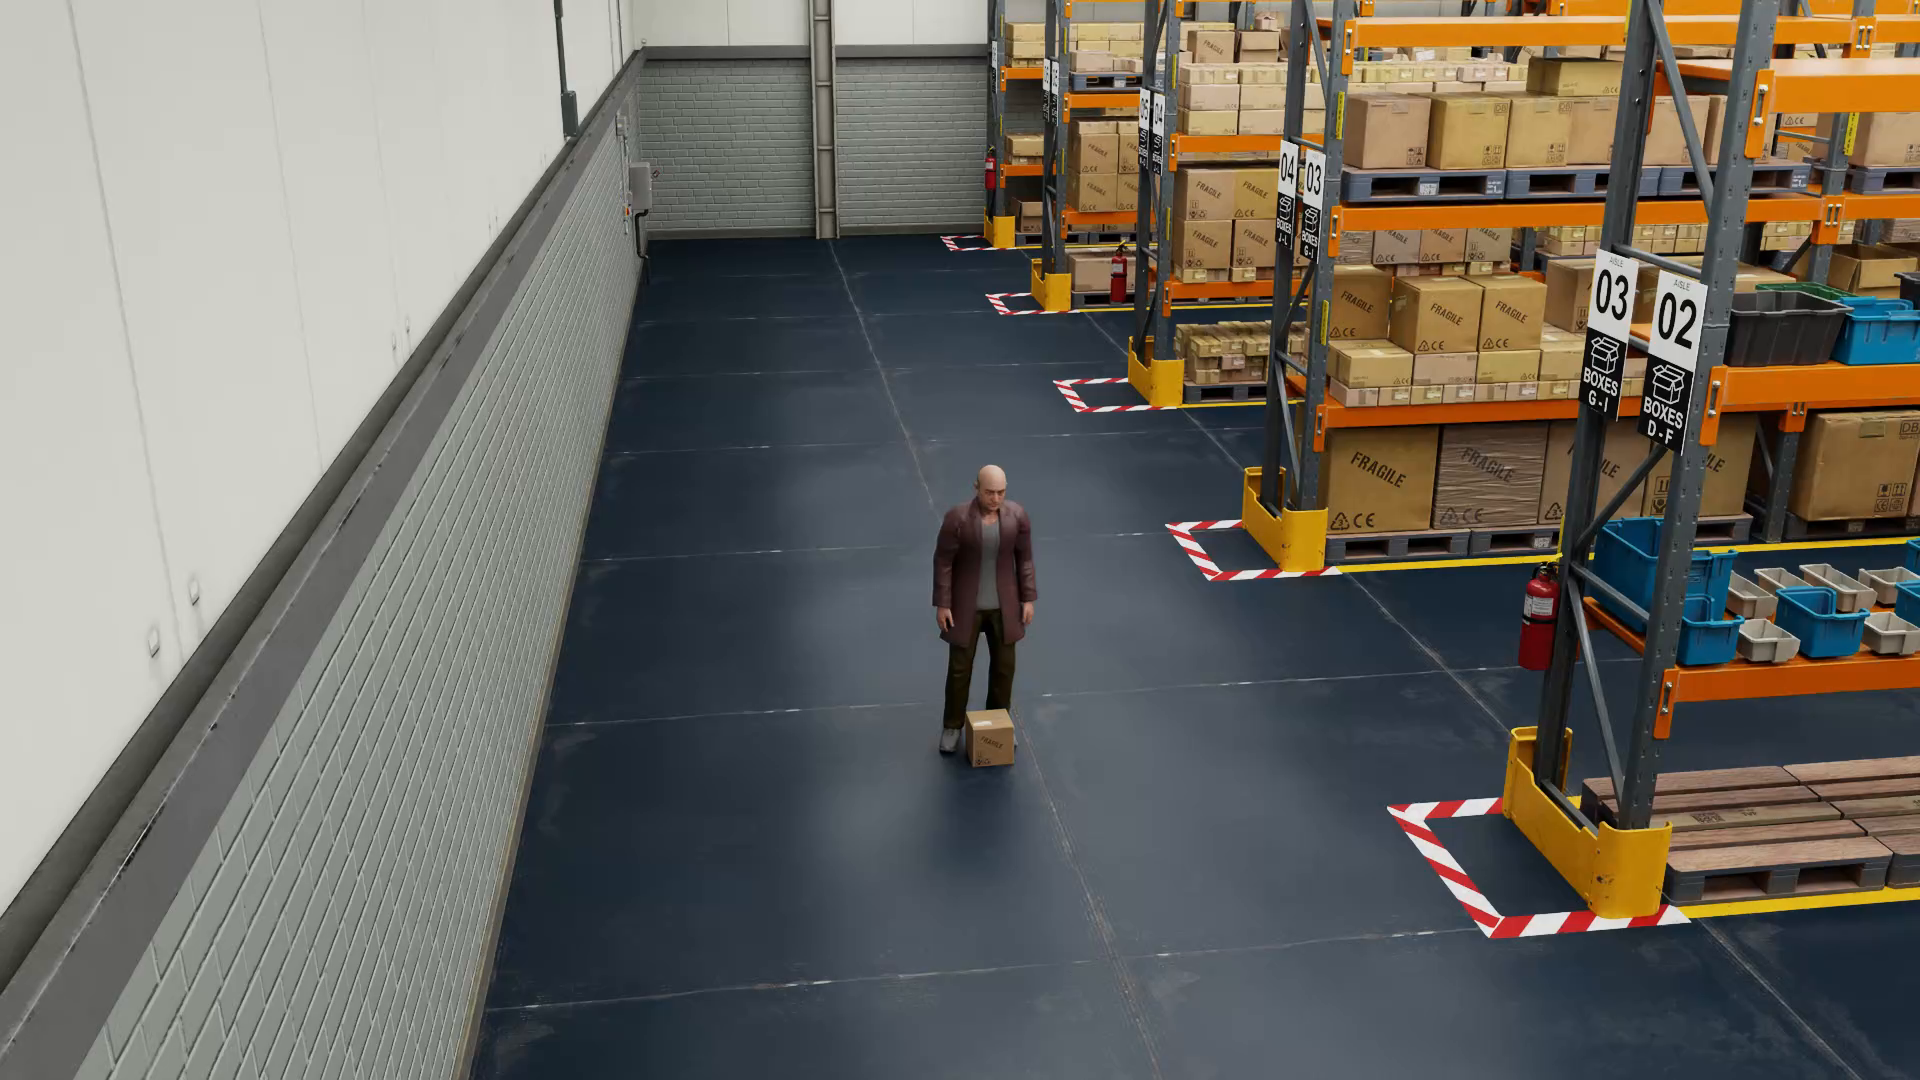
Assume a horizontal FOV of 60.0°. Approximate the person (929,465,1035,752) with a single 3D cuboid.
[{"bbox_3d":[0.132,0.392,10.000,0.643,1.773,0.428,-3,20,-8],"label":"person"}]
